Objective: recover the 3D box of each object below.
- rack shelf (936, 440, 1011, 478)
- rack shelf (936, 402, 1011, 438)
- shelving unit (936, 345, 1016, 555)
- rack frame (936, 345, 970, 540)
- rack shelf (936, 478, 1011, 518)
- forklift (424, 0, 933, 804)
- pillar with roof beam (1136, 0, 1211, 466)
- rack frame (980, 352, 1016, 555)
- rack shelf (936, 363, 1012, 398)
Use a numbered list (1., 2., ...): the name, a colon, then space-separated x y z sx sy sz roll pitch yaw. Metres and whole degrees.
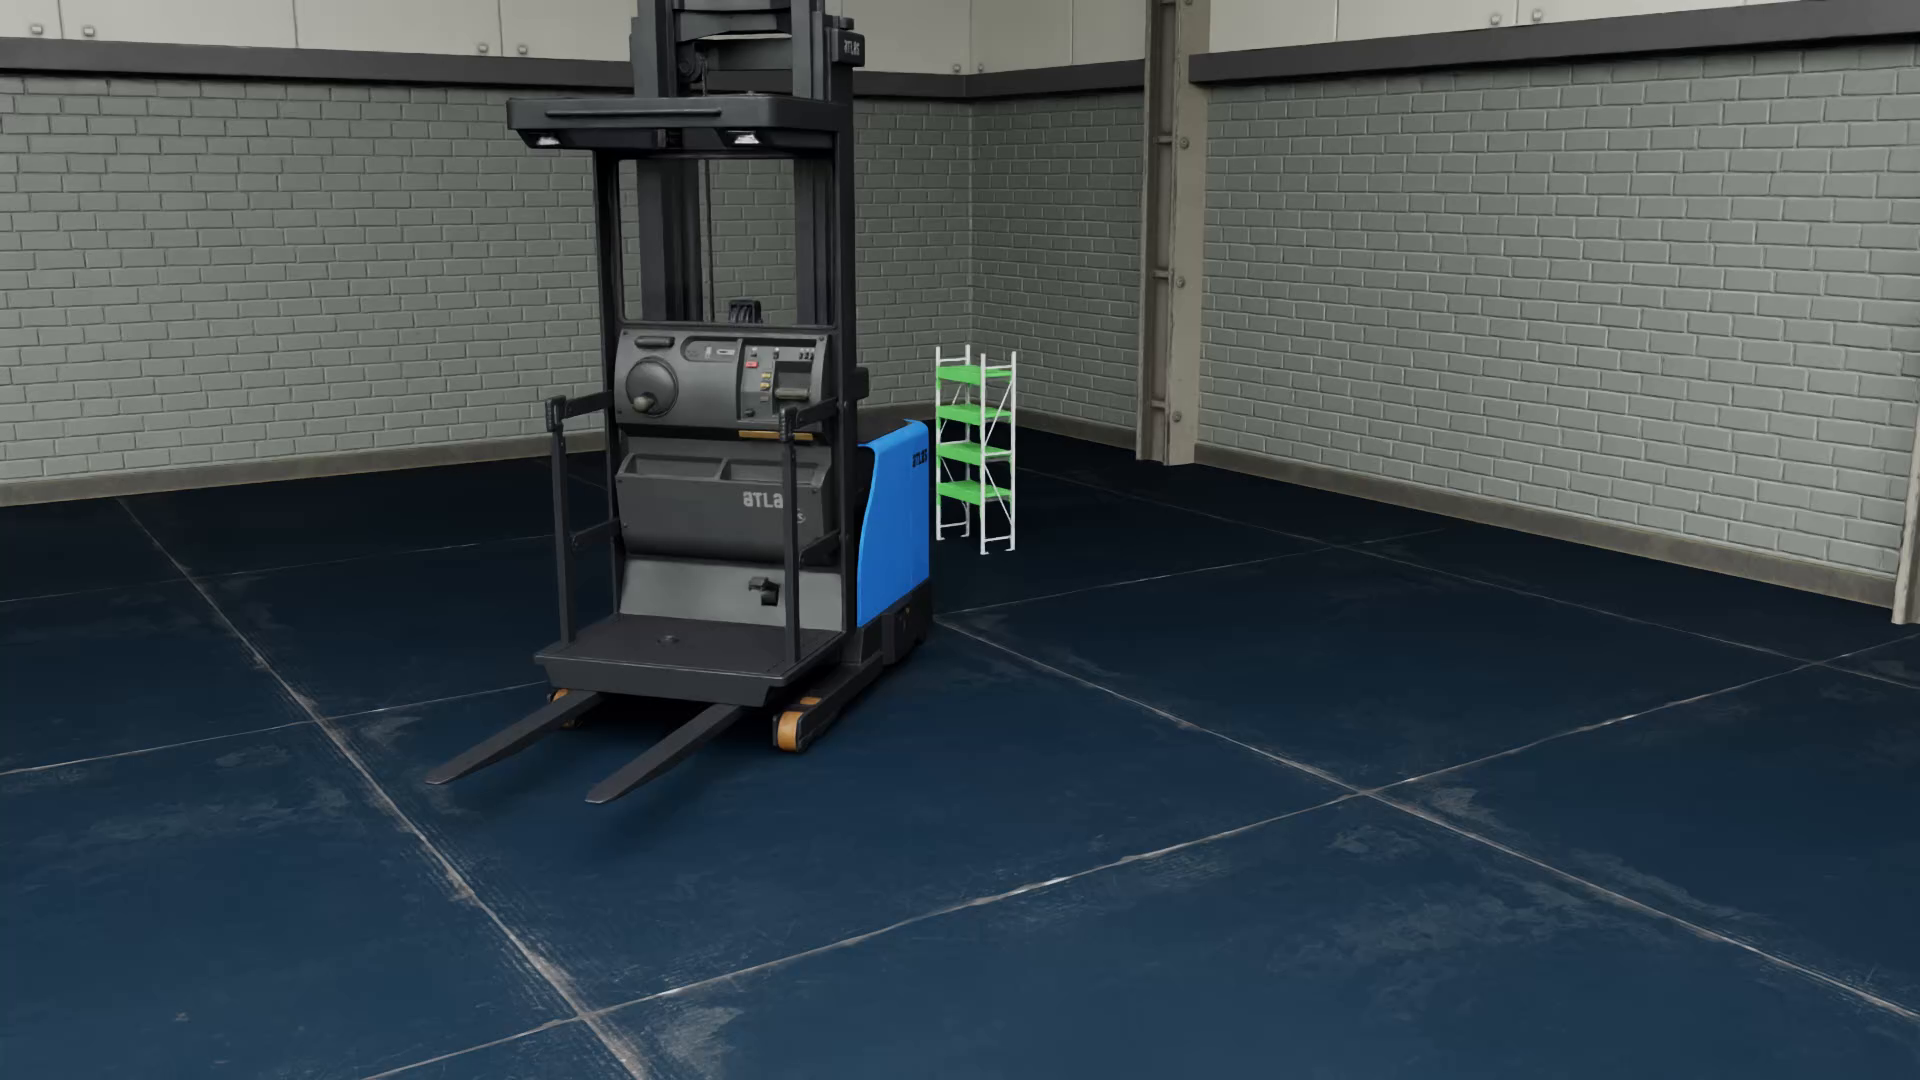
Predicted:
1. rack shelf: 0.092 -0.494 10.113 0.258 0.148 0.480 -8 15 -33
2. rack shelf: 0.092 -0.729 10.061 0.258 0.148 0.480 -8 15 -33
3. shelving unit: 0.092 -0.557 10.099 0.258 1.200 0.503 -8 15 -33
4. rack frame: -0.043 -0.600 10.297 0.240 1.200 0.015 -8 15 -33
5. rack shelf: 0.092 -0.260 10.164 0.258 0.148 0.480 -8 15 -33
6. forklift: -1.048 -0.689 6.653 1.130 2.935 3.031 4 13 16
7. pillar with roof beam: -1.942 -4.519 9.961 9.100 9.000 0.400 -8 15 -33
8. rack frame: 0.227 -0.513 9.901 0.240 1.200 0.015 -8 15 -33
9. rack shelf: 0.092 -0.963 10.010 0.258 0.148 0.480 -8 15 -33
